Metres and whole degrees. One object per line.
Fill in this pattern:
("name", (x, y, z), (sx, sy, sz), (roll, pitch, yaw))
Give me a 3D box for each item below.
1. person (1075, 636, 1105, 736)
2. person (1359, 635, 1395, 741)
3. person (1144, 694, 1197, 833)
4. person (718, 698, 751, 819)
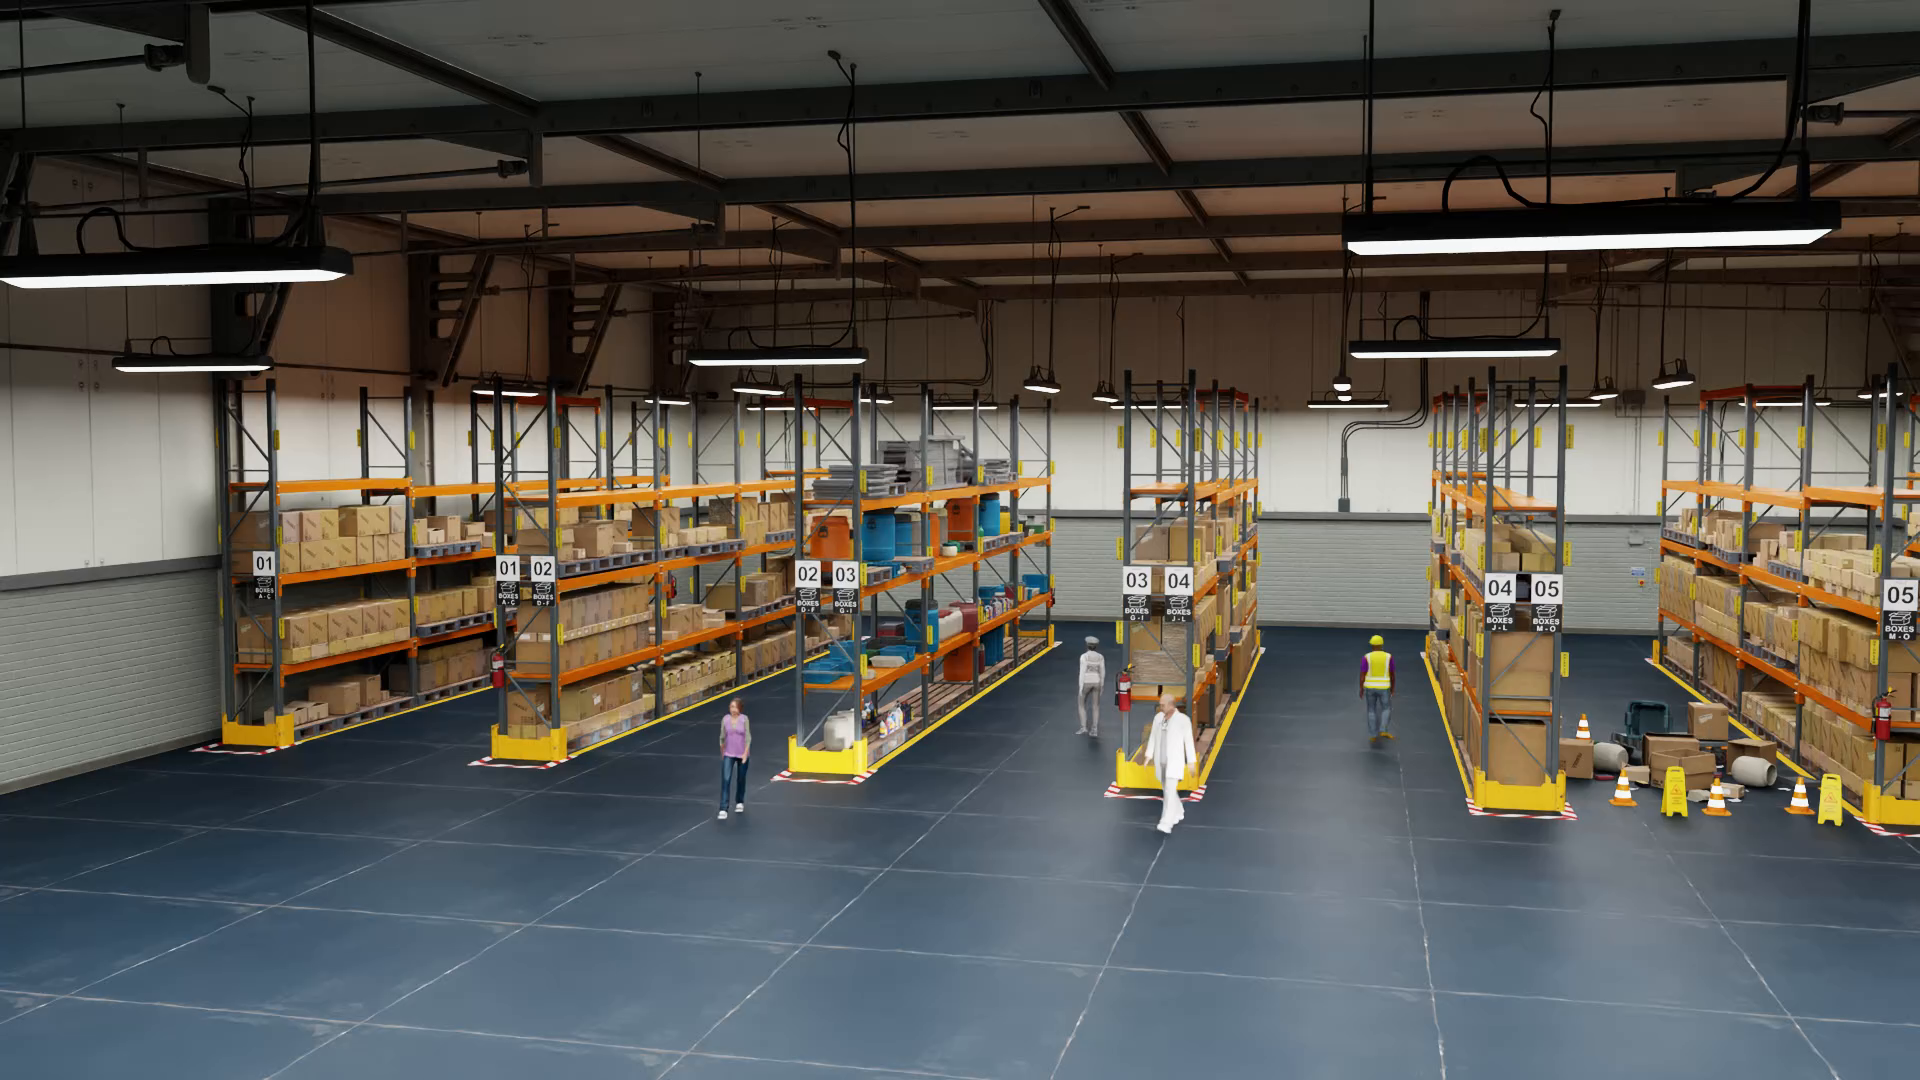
("person", (2.235, 2.495, 28.124), (0.505, 1.726, 0.545), (-1, 4, -13))
("person", (6.934, 2.468, 27.643), (0.575, 1.766, 0.535), (1, 4, 14))
("person", (2.662, 2.846, 21.388), (0.648, 1.742, 0.984), (3, 5, 43))
("person", (-2.989, 2.885, 22.054), (0.435, 1.561, 0.834), (0, 3, -7))
